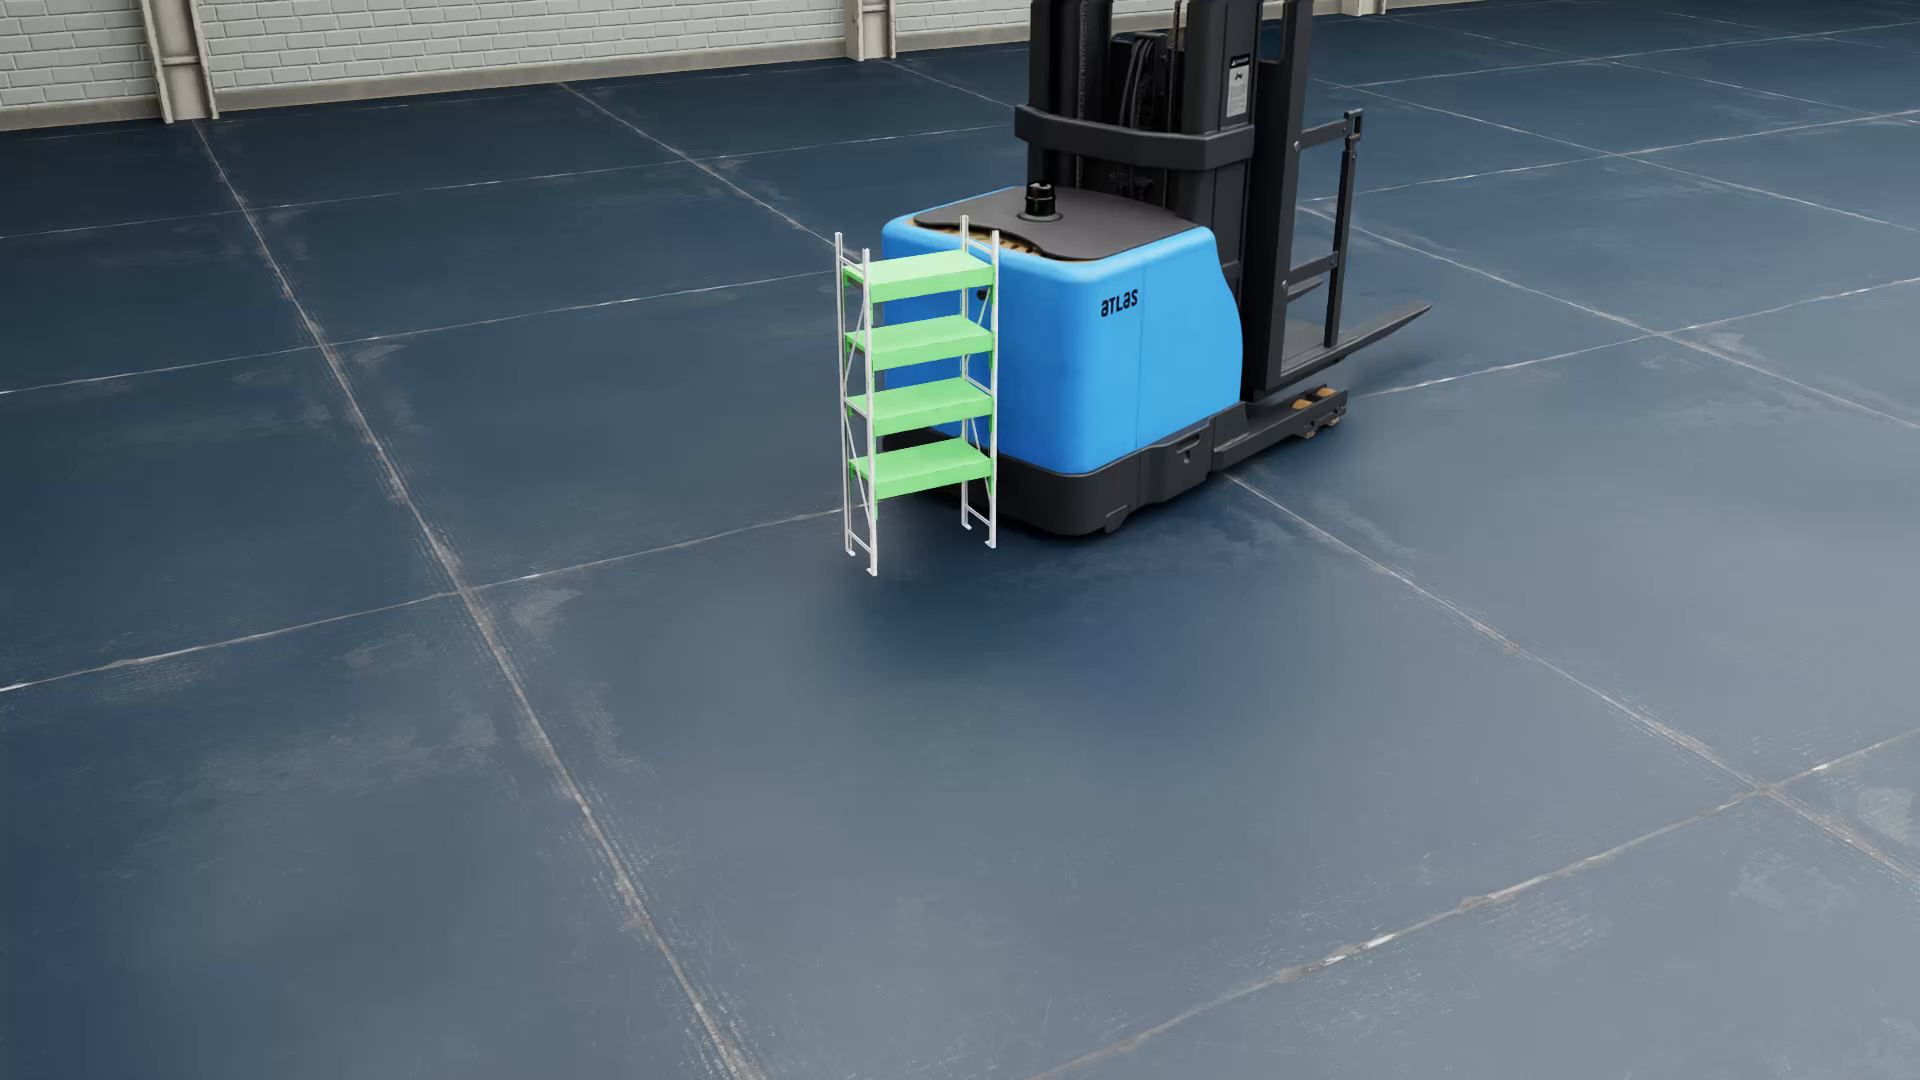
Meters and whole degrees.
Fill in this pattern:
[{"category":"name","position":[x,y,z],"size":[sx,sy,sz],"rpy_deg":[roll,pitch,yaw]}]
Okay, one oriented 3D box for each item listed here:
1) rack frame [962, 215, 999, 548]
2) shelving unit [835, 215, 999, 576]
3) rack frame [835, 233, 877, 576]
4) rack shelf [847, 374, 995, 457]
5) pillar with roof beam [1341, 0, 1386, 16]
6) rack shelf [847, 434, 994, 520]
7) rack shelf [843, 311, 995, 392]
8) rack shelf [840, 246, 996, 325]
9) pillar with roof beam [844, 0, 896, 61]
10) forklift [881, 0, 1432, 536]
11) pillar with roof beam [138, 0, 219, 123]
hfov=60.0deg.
[{"category":"rack frame","position":[0.069,-0.557,6.024],"size":[0.015,1.200,0.240],"rpy_deg":[-13,29,-25]},{"category":"shelving unit","position":[-0.146,-0.507,5.920],"size":[0.503,1.200,0.258],"rpy_deg":[-13,29,-25]},{"category":"rack frame","position":[-0.361,-0.457,5.817],"size":[0.015,1.200,0.240],"rpy_deg":[-13,29,-25]},{"category":"rack shelf","position":[-0.146,-0.450,5.948],"size":[0.480,0.148,0.258],"rpy_deg":[-13,29,-25]},{"category":"pillar with roof beam","position":[6.470,-8.232,12.999],"size":[0.400,9.000,9.100],"rpy_deg":[-13,29,-25]},{"category":"rack shelf","position":[-0.146,-0.233,6.052],"size":[0.480,0.148,0.258],"rpy_deg":[-13,29,-25]},{"category":"rack shelf","position":[-0.146,-0.666,5.844],"size":[0.480,0.148,0.258],"rpy_deg":[-13,29,-25]},{"category":"rack shelf","position":[-0.146,-0.882,5.740],"size":[0.480,0.148,0.258],"rpy_deg":[-13,29,-25]},{"category":"pillar with roof beam","position":[1.175,-7.010,10.454],"size":[0.400,9.000,9.100],"rpy_deg":[-13,29,-25]},{"category":"forklift","position":[1.050,-1.890,6.800],"size":[1.130,2.935,3.031],"rpy_deg":[21,33,37]},{"category":"pillar with roof beam","position":[-4.119,-5.788,7.909],"size":[0.400,9.000,9.100],"rpy_deg":[-13,29,-25]}]
